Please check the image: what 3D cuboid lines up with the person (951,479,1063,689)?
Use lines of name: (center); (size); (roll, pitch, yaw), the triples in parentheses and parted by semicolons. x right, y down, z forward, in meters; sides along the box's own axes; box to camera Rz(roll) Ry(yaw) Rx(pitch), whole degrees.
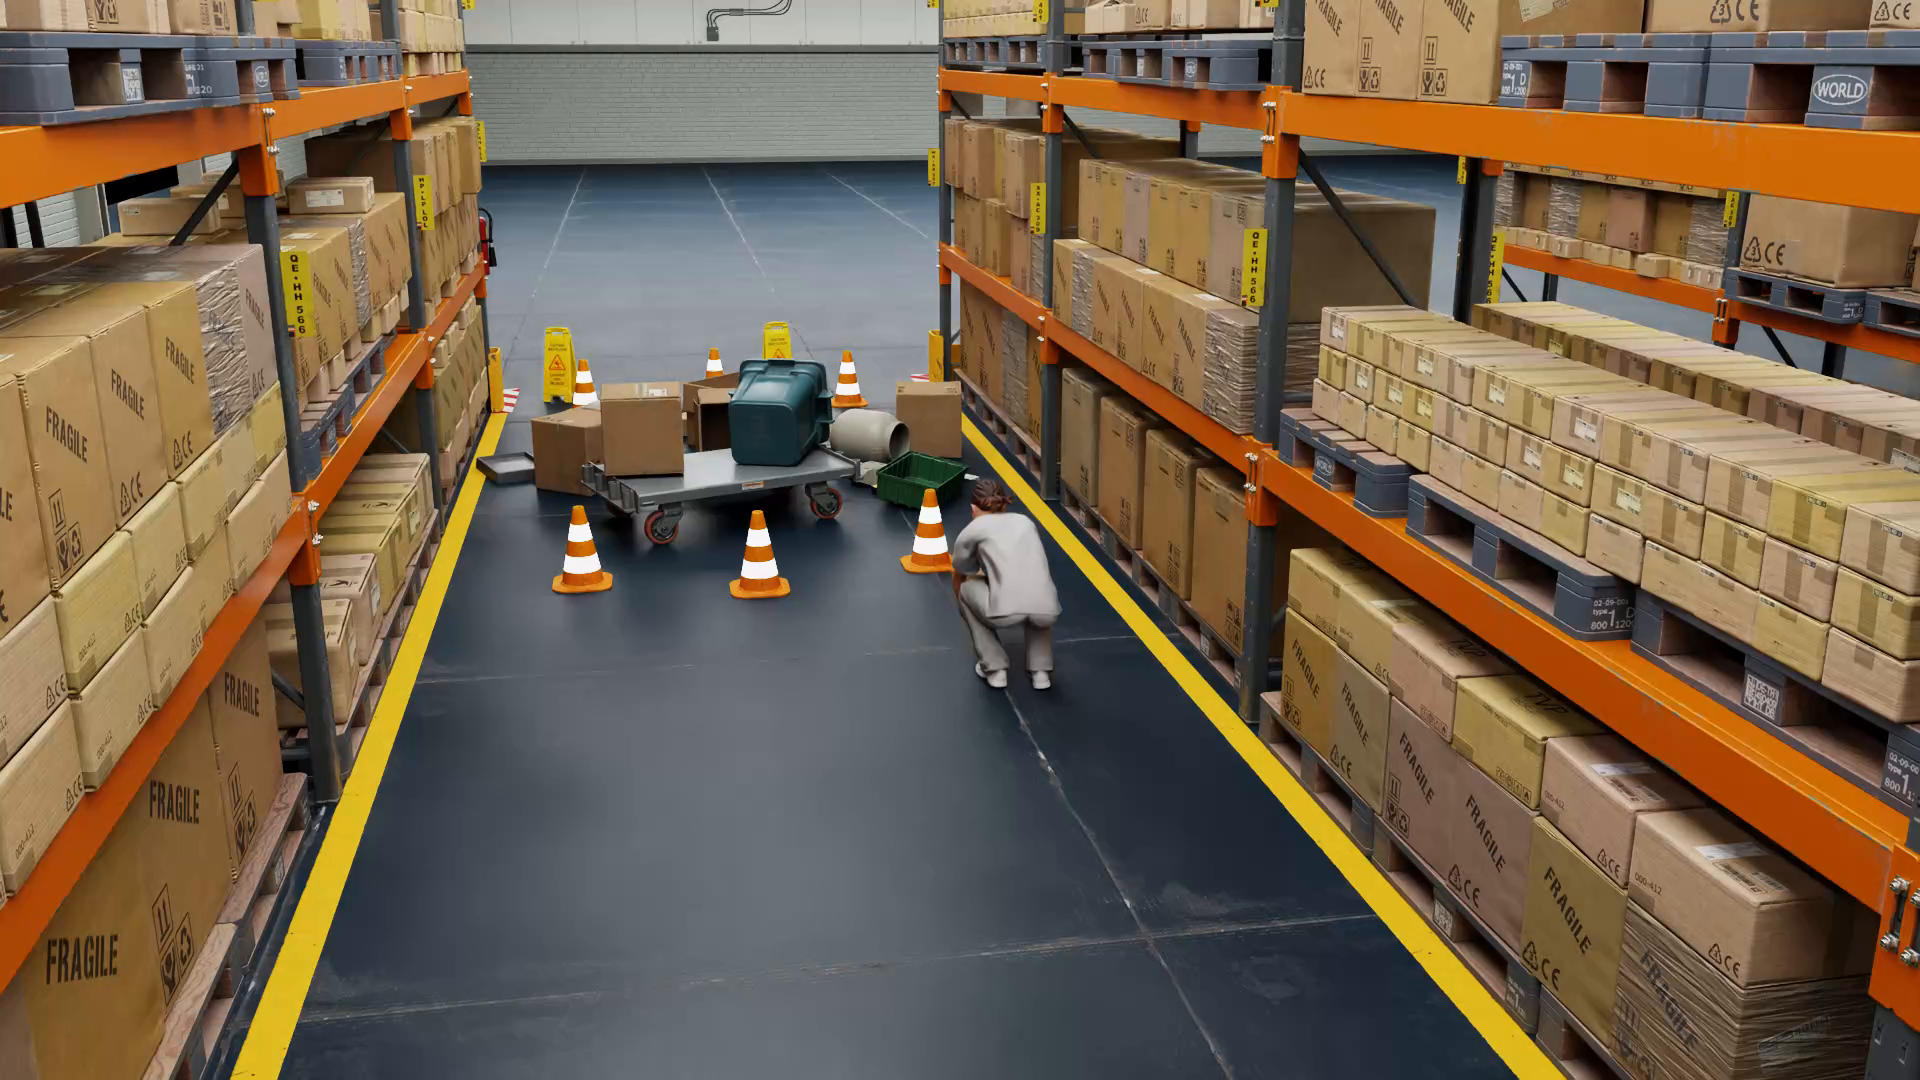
person: (0.223, 0.212, 8.139); (0.491, 0.934, 0.809); (-3, 17, -10)
